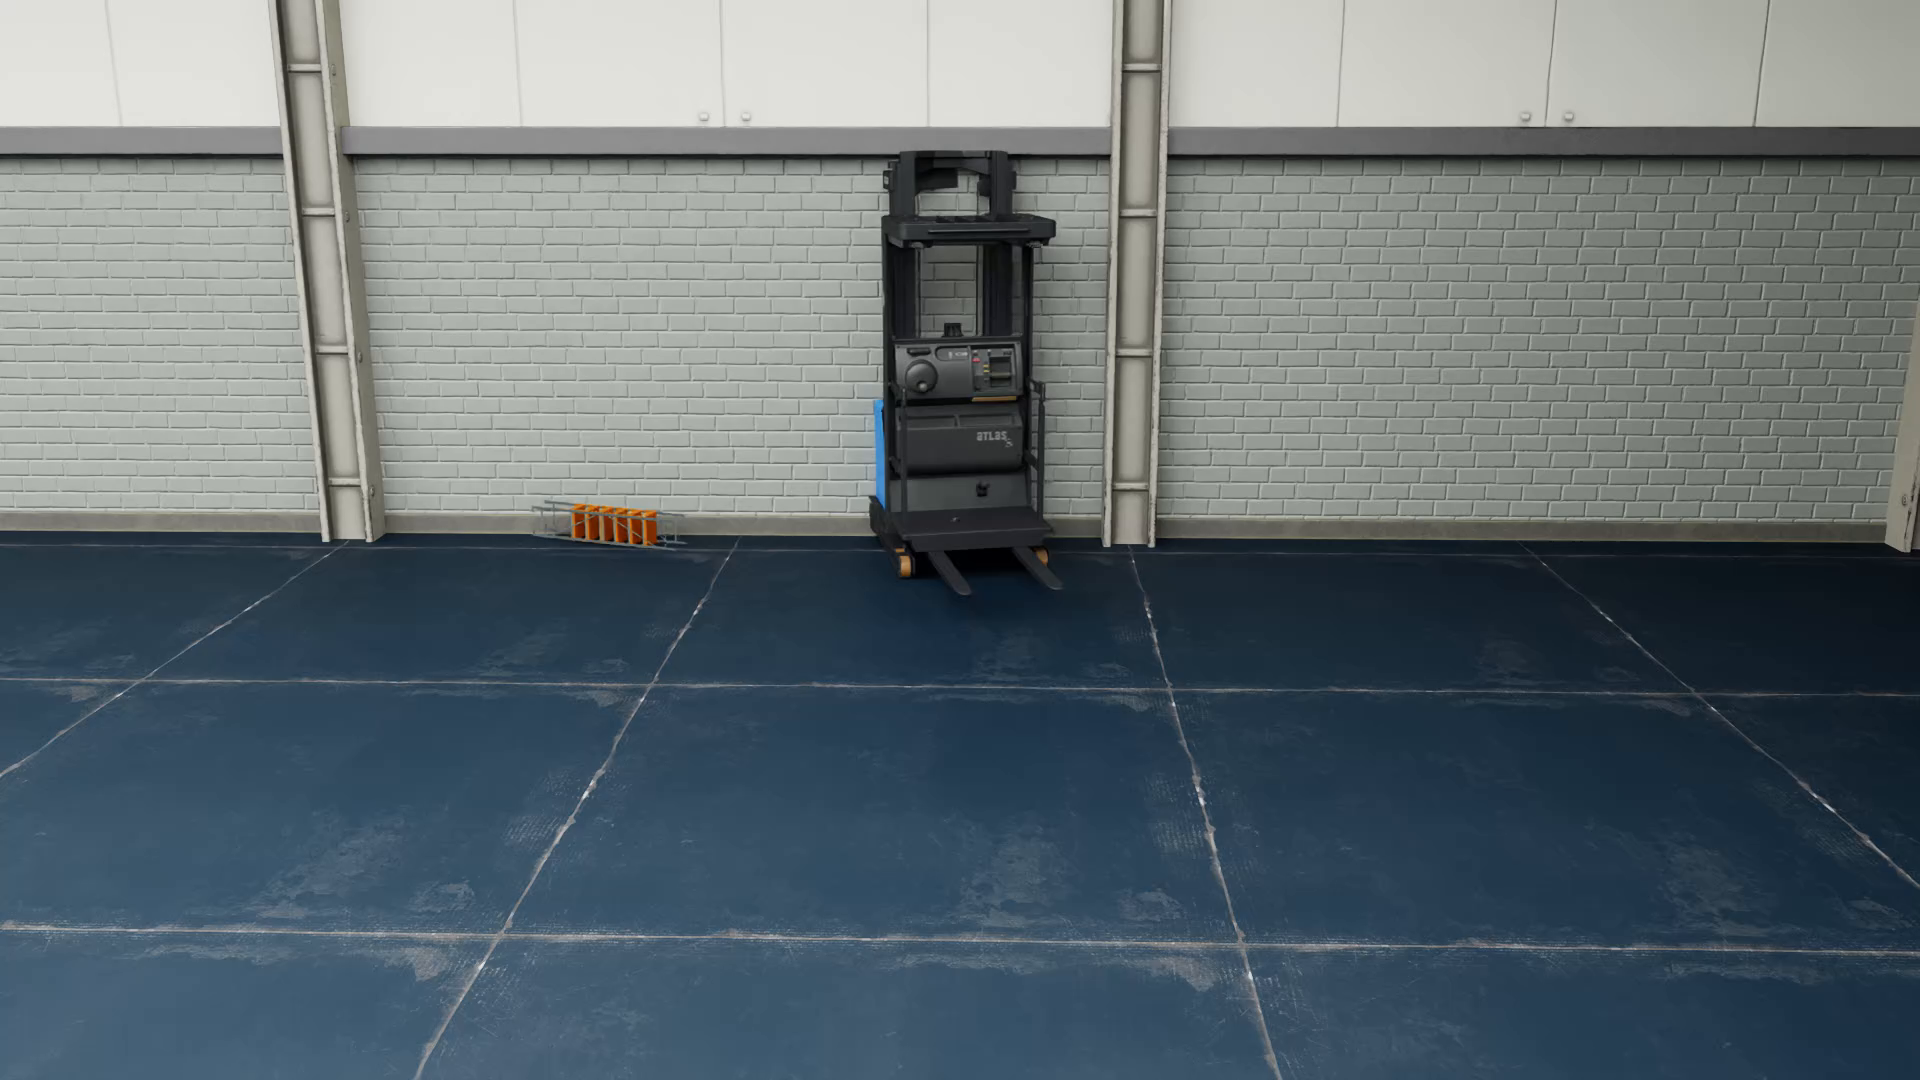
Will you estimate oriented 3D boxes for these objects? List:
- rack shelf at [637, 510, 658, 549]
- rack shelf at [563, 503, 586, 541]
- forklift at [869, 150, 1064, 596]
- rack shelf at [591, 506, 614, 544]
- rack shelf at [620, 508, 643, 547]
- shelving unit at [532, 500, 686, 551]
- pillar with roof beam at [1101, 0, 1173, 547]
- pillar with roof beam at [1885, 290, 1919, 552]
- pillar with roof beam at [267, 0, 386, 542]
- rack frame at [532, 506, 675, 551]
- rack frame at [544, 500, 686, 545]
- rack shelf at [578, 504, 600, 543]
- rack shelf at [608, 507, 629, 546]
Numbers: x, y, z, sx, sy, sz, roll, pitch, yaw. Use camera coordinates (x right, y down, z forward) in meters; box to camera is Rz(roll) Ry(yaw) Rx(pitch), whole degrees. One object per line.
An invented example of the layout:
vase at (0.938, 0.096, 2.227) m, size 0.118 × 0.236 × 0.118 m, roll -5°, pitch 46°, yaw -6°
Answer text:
rack shelf at (-2.385, -0.082, 12.635) m, size 0.103 × 0.258 × 0.180 m, roll 6°, pitch 16°, yaw 16°
rack shelf at (-2.961, -0.140, 12.796) m, size 0.103 × 0.258 × 0.180 m, roll 6°, pitch 16°, yaw 16°
forklift at (0.038, -1.248, 11.823) m, size 1.130 × 2.935 × 3.031 m, roll -3°, pitch 15°, yaw -11°
rack shelf at (-2.731, -0.117, 12.732) m, size 0.103 × 0.258 × 0.180 m, roll 6°, pitch 16°, yaw 16°
rack shelf at (-2.500, -0.094, 12.667) m, size 0.103 × 0.258 × 0.180 m, roll 6°, pitch 16°, yaw 16°
shelving unit at (-2.688, -0.113, 12.720) m, size 1.200 × 0.258 × 0.189 m, roll 6°, pitch 16°, yaw 16°
pillar with roof beam at (1.182, -3.239, 7.479) m, size 0.400 × 9.000 × 9.100 m, roll 0°, pitch 15°, yaw 1°
pillar with roof beam at (7.180, -3.200, 7.330) m, size 0.400 × 9.000 × 9.100 m, roll 0°, pitch 15°, yaw 1°
pillar with roof beam at (-4.816, -3.279, 7.627) m, size 0.400 × 9.000 × 9.100 m, roll 0°, pitch 15°, yaw 1°
rack frame at (-2.714, -0.089, 12.635) m, size 1.200 × 0.240 × 0.006 m, roll 6°, pitch 16°, yaw 16°
rack frame at (-2.662, -0.136, 12.804) m, size 1.200 × 0.240 × 0.006 m, roll 6°, pitch 16°, yaw 16°
rack shelf at (-2.846, -0.128, 12.764) m, size 0.103 × 0.258 × 0.180 m, roll 6°, pitch 16°, yaw 16°
rack shelf at (-2.616, -0.105, 12.700) m, size 0.103 × 0.258 × 0.180 m, roll 6°, pitch 16°, yaw 16°
